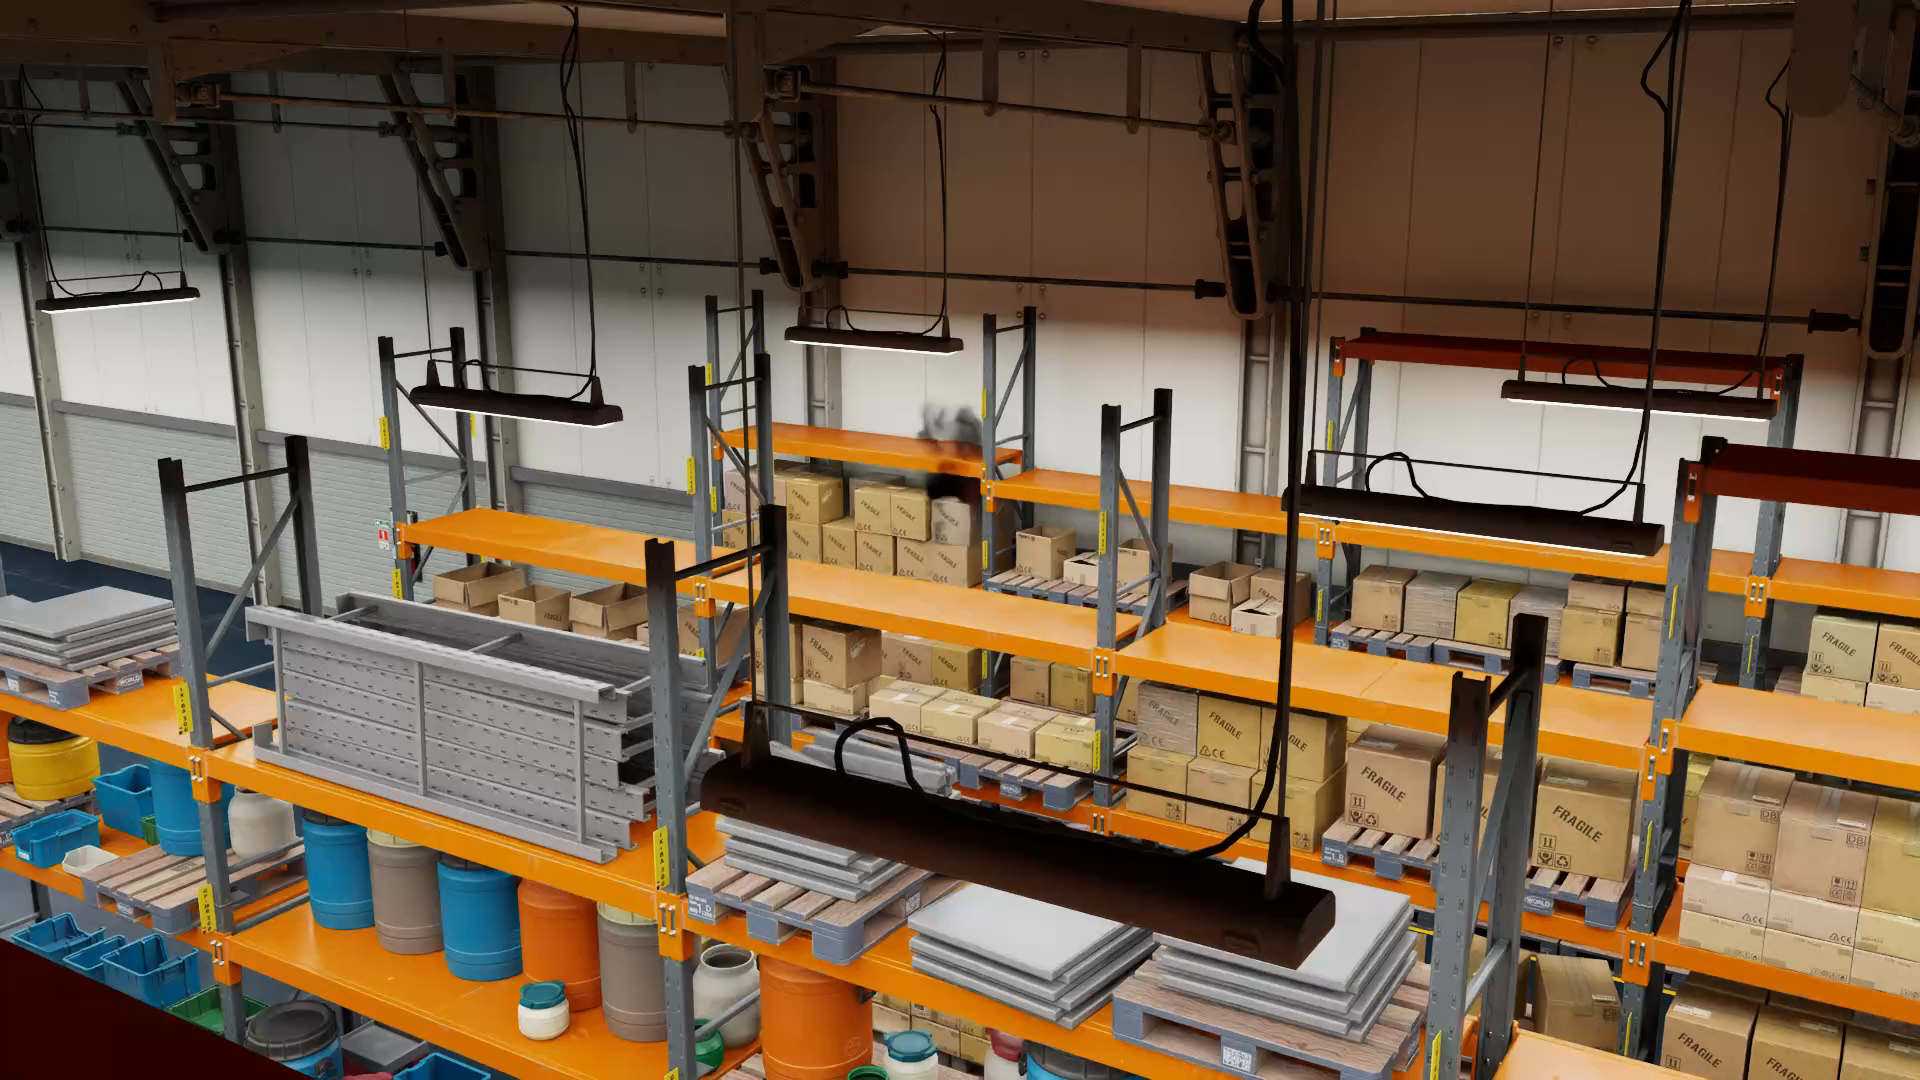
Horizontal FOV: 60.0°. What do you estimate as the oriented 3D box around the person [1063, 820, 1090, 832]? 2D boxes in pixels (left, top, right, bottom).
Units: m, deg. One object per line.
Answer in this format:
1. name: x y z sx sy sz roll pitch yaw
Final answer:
1. person: 1.156 3.295 16.487 0.925 1.628 0.606 5 15 18
